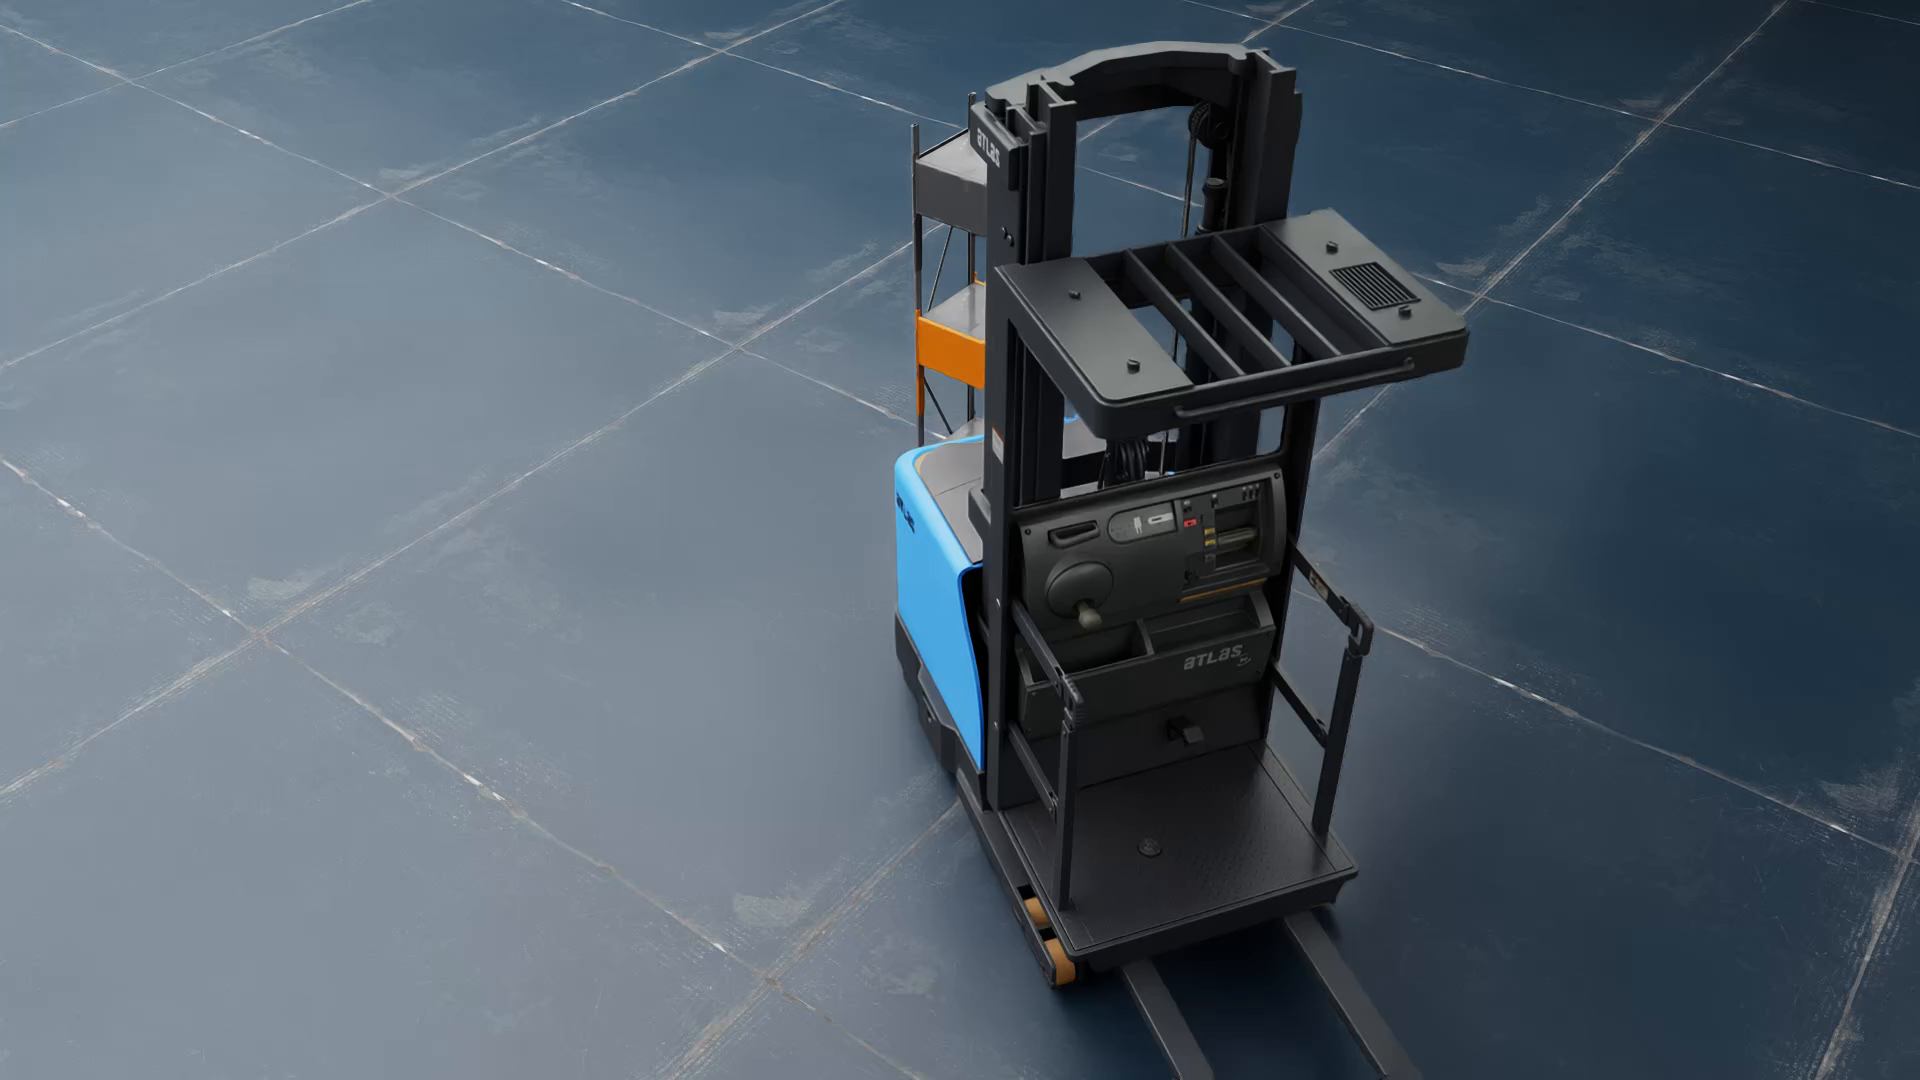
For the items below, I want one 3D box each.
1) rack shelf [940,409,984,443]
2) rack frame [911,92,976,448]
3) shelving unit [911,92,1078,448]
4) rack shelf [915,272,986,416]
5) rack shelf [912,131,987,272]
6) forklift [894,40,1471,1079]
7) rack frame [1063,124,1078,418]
[{"bbox_3d":[0.131,-0.203,7.463,0.480,0.518,0.431,25,45,29],"label":"rack shelf"},{"bbox_3d":[-0.062,-0.856,7.140,0.015,2.100,0.400,25,45,29],"label":"rack frame"},{"bbox_3d":[0.131,-0.765,7.024,0.503,2.100,0.431,25,45,29],"label":"shelving unit"},{"bbox_3d":[0.131,-0.754,7.032,0.480,0.518,0.431,25,45,29],"label":"rack shelf"},{"bbox_3d":[0.131,-1.305,6.600,0.480,0.518,0.431,25,45,29],"label":"rack shelf"},{"bbox_3d":[0.711,0.100,5.244,1.130,2.935,3.031,-13,40,-16],"label":"forklift"},{"bbox_3d":[0.325,-0.673,6.907,0.015,2.100,0.400,25,45,29],"label":"rack frame"}]
